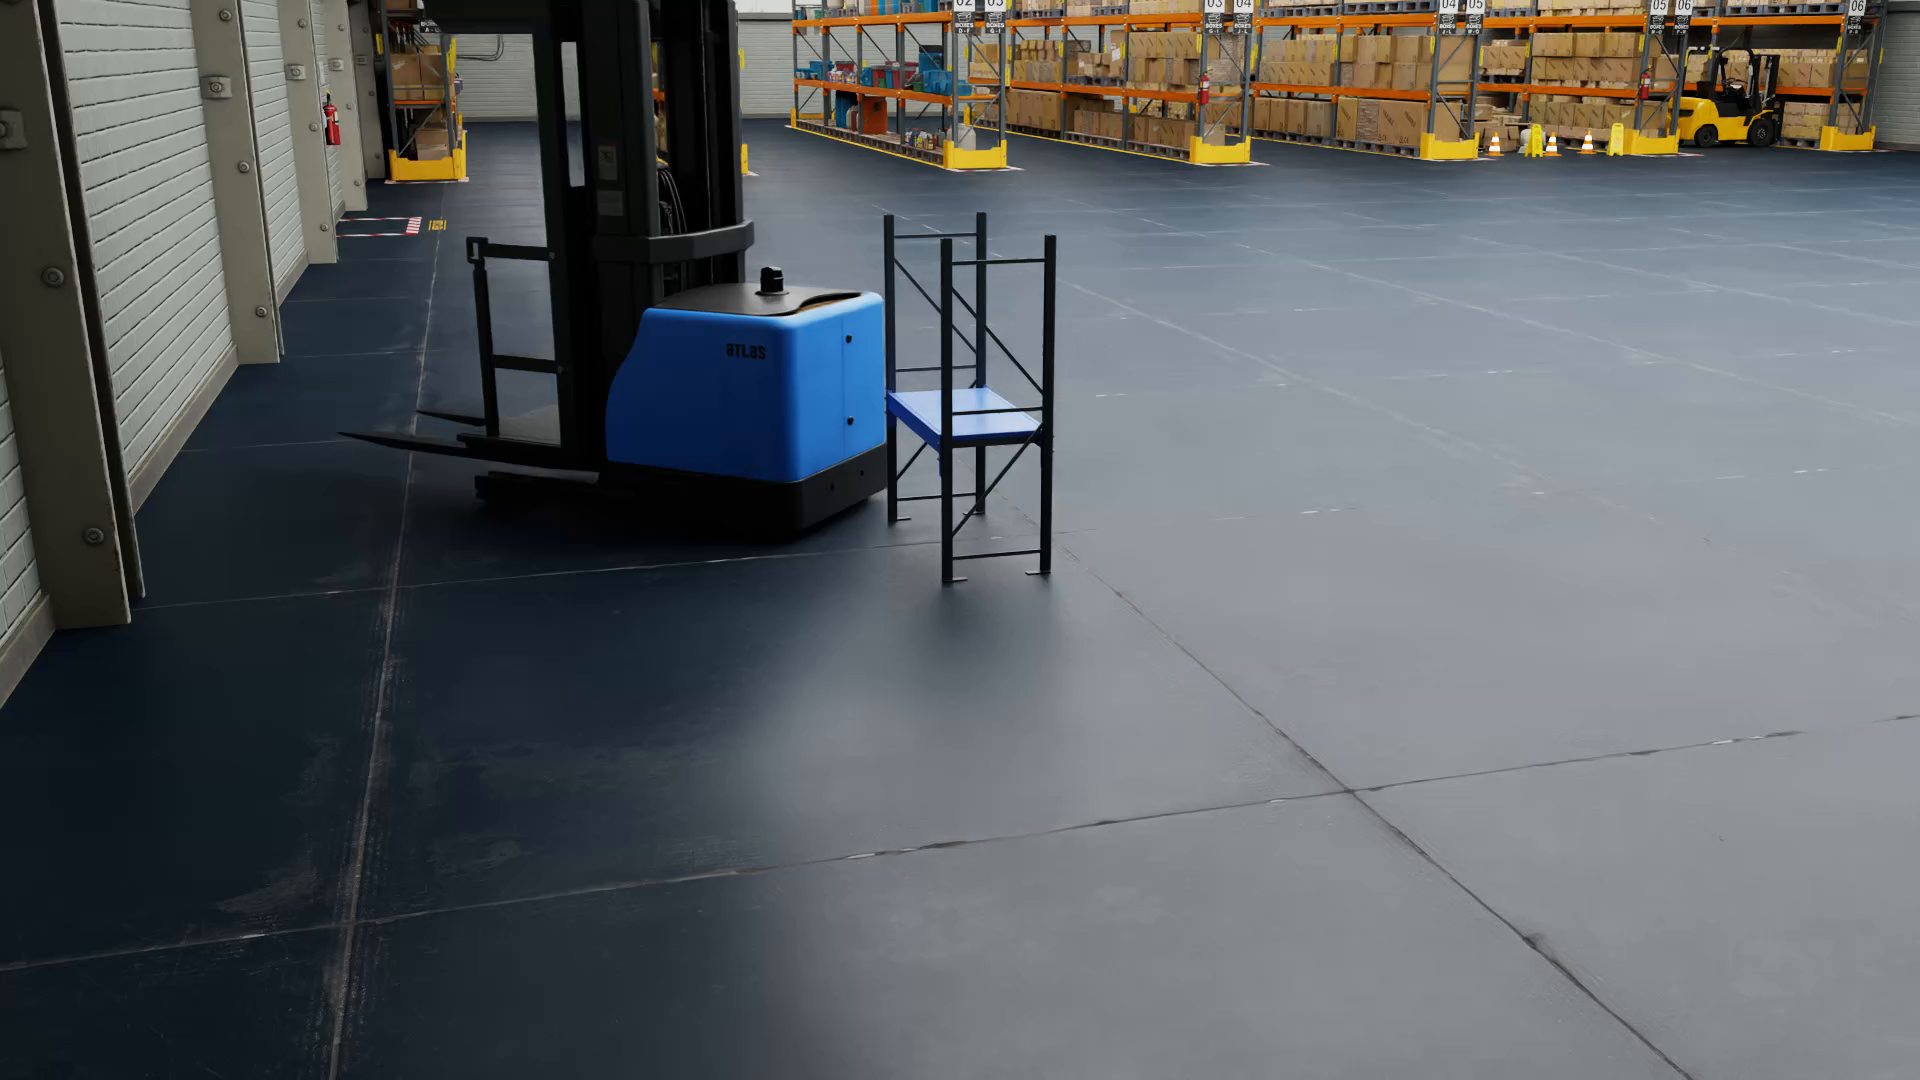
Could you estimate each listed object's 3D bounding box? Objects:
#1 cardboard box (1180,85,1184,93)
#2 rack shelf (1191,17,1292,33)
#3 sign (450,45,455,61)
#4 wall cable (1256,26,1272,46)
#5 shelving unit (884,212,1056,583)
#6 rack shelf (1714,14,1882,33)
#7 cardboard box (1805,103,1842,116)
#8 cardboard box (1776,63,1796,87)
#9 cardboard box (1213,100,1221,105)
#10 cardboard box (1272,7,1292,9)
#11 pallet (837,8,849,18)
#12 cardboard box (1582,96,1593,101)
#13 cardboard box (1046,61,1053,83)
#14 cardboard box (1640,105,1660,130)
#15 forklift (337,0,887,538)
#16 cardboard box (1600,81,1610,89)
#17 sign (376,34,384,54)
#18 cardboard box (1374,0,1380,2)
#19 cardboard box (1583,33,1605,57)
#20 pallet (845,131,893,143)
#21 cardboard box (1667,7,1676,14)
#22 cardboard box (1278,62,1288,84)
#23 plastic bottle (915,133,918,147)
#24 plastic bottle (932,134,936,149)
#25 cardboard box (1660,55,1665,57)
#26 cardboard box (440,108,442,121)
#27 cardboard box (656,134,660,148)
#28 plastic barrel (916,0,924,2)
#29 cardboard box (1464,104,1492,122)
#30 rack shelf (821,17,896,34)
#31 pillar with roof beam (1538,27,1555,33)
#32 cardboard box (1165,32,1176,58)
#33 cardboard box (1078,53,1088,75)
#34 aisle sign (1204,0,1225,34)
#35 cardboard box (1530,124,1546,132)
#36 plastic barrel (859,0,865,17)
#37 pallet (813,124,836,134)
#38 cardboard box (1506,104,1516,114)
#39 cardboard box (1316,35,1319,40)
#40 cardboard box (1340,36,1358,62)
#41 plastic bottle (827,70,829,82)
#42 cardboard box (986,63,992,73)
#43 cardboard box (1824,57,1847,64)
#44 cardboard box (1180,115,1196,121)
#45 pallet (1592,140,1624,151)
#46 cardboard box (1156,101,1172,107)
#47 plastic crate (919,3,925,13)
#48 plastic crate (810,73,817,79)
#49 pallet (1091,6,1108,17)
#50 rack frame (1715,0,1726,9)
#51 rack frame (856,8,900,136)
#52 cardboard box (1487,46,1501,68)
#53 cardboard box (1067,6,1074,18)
[{"bbox_3d":[4.591,-8.972,33.042,0.380,0.149,0.250,-5,17,-15],"label":"cardboard box"},{"bbox_3d":[7.156,-13.047,42.209,1.077,0.370,4.000,-5,17,-15],"label":"rack shelf"},{"bbox_3d":[-10.859,-10.425,35.568,0.100,0.325,0.005,-5,17,-15],"label":"sign"},{"bbox_3d":[10.028,-16.194,54.882,0.588,1.984,0.122,-5,17,-15],"label":"wall cable"},{"bbox_3d":[0.023,-0.695,7.658,0.538,1.500,1.048,-5,17,-15],"label":"shelving unit"},{"bbox_3d":[18.858,-11.647,37.548,1.077,0.370,4.000,-5,17,-15],"label":"rack shelf"},{"bbox_3d":[18.981,-9.468,36.568,0.500,0.250,0.500,-4,17,-13],"label":"cardboard box"},{"bbox_3d":[18.745,-10.451,37.356,0.500,0.500,0.500,-5,17,-16],"label":"cardboard box"},{"bbox_3d":[6.841,-11.358,42.860,0.500,0.250,0.500,-4,17,-13],"label":"cardboard box"},{"bbox_3d":[7.805,-13.065,40.845,0.500,0.500,0.500,-5,17,-15],"label":"cardboard box"},{"bbox_3d":[-2.328,-12.576,39.719,1.003,0.211,1.213,-5,17,-15],"label":"pallet"},{"bbox_3d":[16.725,-11.719,44.238,0.380,0.149,0.250,-6,18,-18],"label":"cardboard box"},{"bbox_3d":[2.404,-11.341,40.319,0.500,0.500,0.500,-5,17,-16],"label":"cardboard box"},{"bbox_3d":[14.673,-9.103,35.789,0.500,0.500,0.500,-5,18,-17],"label":"cardboard box"},{"bbox_3d":[-1.923,-1.684,8.464,3.031,2.935,1.130,8,18,24],"label":"forklift"},{"bbox_3d":[14.002,-9.777,35.724,0.380,0.149,0.250,-4,17,-14],"label":"cardboard box"},{"bbox_3d":[-9.719,-8.317,27.865,0.100,0.325,0.005,-5,17,-15],"label":"sign"},{"bbox_3d":[8.930,-11.381,34.945,0.380,0.149,0.250,-5,17,-15],"label":"cardboard box"},{"bbox_3d":[13.915,-10.675,35.847,0.700,0.500,0.500,-5,17,-16],"label":"cardboard box"},{"bbox_3d":[-2.110,-9.525,39.296,1.003,0.211,1.213,-5,17,-15],"label":"pallet"},{"bbox_3d":[14.857,-11.042,34.720,0.380,0.149,0.250,-5,17,-15],"label":"cardboard box"},{"bbox_3d":[7.851,-11.024,39.265,0.500,0.500,0.500,-5,17,-15],"label":"cardboard box"},{"bbox_3d":[-0.874,-8.092,33.634,0.061,0.283,0.133,-4,17,-13],"label":"plastic bottle"},{"bbox_3d":[-0.521,-7.897,32.984,0.061,0.283,0.133,-5,17,-15],"label":"plastic bottle"},{"bbox_3d":[17.474,-11.962,41.259,0.380,0.149,0.250,-5,17,-17],"label":"cardboard box"},{"bbox_3d":[-10.888,-8.736,34.097,0.500,0.250,0.500,-5,17,-16],"label":"cardboard box"},{"bbox_3d":[-5.910,-8.125,33.836,0.500,0.250,0.500,-5,17,-16],"label":"cardboard box"},{"bbox_3d":[-0.583,-11.134,32.987,0.600,0.901,0.708,-5,17,-15],"label":"plastic barrel"},{"bbox_3d":[11.834,-9.731,38.163,0.500,0.500,0.500,-5,17,-15],"label":"cardboard box"},{"bbox_3d":[-2.403,-12.291,39.693,1.077,0.370,4.000,-5,17,-15],"label":"rack shelf"},{"bbox_3d":[12.646,-16.118,45.967,9.100,9.000,0.400,-5,17,-15],"label":"pillar with roof beam"},{"bbox_3d":[4.441,-9.903,33.277,0.500,0.500,0.500,-5,17,-15],"label":"cardboard box"},{"bbox_3d":[3.096,-11.140,38.922,0.500,0.500,0.500,-7,18,-22],"label":"cardboard box"},{"bbox_3d":[4.836,-10.029,31.606,0.394,0.787,0.004,-5,17,-15],"label":"aisle sign"},{"bbox_3d":[13.440,-9.414,38.129,0.500,0.250,0.500,-6,18,-18],"label":"cardboard box"},{"bbox_3d":[-2.062,-12.026,37.365,0.421,0.512,0.421,0,17,0],"label":"plastic barrel"},{"bbox_3d":[-3.192,-10.617,42.931,1.003,0.211,1.213,-5,17,-15],"label":"pallet"},{"bbox_3d":[16.156,-12.436,48.082,0.500,0.311,0.500,-4,17,-13],"label":"cardboard box"},{"bbox_3d":[10.413,-14.391,47.608,0.380,0.149,0.250,-5,17,-15],"label":"cardboard box"},{"bbox_3d":[8.874,-10.780,36.486,0.875,0.550,0.550,-5,17,-15],"label":"cardboard box"},{"bbox_3d":[-3.262,-11.561,41.430,0.061,0.283,0.133,-5,17,-15],"label":"plastic bottle"},{"bbox_3d":[1.015,-12.741,44.896,0.500,0.250,0.500,-5,17,-16],"label":"cardboard box"},{"bbox_3d":[19.043,-10.434,36.172,0.380,0.149,0.250,-4,17,-14],"label":"cardboard box"},{"bbox_3d":[6.172,-11.426,45.000,0.380,0.149,0.250,-4,17,-15],"label":"cardboard box"},{"bbox_3d":[14.426,-8.521,35.953,1.003,0.211,1.213,-5,17,-15],"label":"pallet"},{"bbox_3d":[5.706,-12.201,46.548,0.380,0.149,0.250,-4,17,-14],"label":"cardboard box"},{"bbox_3d":[-0.582,-10.417,32.570,0.336,0.188,0.450,-5,17,-15],"label":"plastic crate"},{"bbox_3d":[-3.720,-12.113,43.417,0.293,0.136,0.466,-5,17,-15],"label":"plastic crate"},{"bbox_3d":[3.653,-11.744,36.946,1.213,0.211,1.003,-5,17,-15],"label":"pallet"},{"bbox_3d":[18.309,-13.981,38.855,1.000,3.000,0.127,-5,17,-15],"label":"rack frame"},{"bbox_3d":[-1.853,-10.646,38.179,1.000,3.000,0.127,-5,17,-15],"label":"rack frame"},{"bbox_3d":[12.916,-11.496,39.588,0.500,0.500,0.500,-4,17,-13],"label":"cardboard box"},{"bbox_3d":[2.794,-12.252,38.573,0.500,0.250,0.500,-4,17,-14],"label":"cardboard box"}]
